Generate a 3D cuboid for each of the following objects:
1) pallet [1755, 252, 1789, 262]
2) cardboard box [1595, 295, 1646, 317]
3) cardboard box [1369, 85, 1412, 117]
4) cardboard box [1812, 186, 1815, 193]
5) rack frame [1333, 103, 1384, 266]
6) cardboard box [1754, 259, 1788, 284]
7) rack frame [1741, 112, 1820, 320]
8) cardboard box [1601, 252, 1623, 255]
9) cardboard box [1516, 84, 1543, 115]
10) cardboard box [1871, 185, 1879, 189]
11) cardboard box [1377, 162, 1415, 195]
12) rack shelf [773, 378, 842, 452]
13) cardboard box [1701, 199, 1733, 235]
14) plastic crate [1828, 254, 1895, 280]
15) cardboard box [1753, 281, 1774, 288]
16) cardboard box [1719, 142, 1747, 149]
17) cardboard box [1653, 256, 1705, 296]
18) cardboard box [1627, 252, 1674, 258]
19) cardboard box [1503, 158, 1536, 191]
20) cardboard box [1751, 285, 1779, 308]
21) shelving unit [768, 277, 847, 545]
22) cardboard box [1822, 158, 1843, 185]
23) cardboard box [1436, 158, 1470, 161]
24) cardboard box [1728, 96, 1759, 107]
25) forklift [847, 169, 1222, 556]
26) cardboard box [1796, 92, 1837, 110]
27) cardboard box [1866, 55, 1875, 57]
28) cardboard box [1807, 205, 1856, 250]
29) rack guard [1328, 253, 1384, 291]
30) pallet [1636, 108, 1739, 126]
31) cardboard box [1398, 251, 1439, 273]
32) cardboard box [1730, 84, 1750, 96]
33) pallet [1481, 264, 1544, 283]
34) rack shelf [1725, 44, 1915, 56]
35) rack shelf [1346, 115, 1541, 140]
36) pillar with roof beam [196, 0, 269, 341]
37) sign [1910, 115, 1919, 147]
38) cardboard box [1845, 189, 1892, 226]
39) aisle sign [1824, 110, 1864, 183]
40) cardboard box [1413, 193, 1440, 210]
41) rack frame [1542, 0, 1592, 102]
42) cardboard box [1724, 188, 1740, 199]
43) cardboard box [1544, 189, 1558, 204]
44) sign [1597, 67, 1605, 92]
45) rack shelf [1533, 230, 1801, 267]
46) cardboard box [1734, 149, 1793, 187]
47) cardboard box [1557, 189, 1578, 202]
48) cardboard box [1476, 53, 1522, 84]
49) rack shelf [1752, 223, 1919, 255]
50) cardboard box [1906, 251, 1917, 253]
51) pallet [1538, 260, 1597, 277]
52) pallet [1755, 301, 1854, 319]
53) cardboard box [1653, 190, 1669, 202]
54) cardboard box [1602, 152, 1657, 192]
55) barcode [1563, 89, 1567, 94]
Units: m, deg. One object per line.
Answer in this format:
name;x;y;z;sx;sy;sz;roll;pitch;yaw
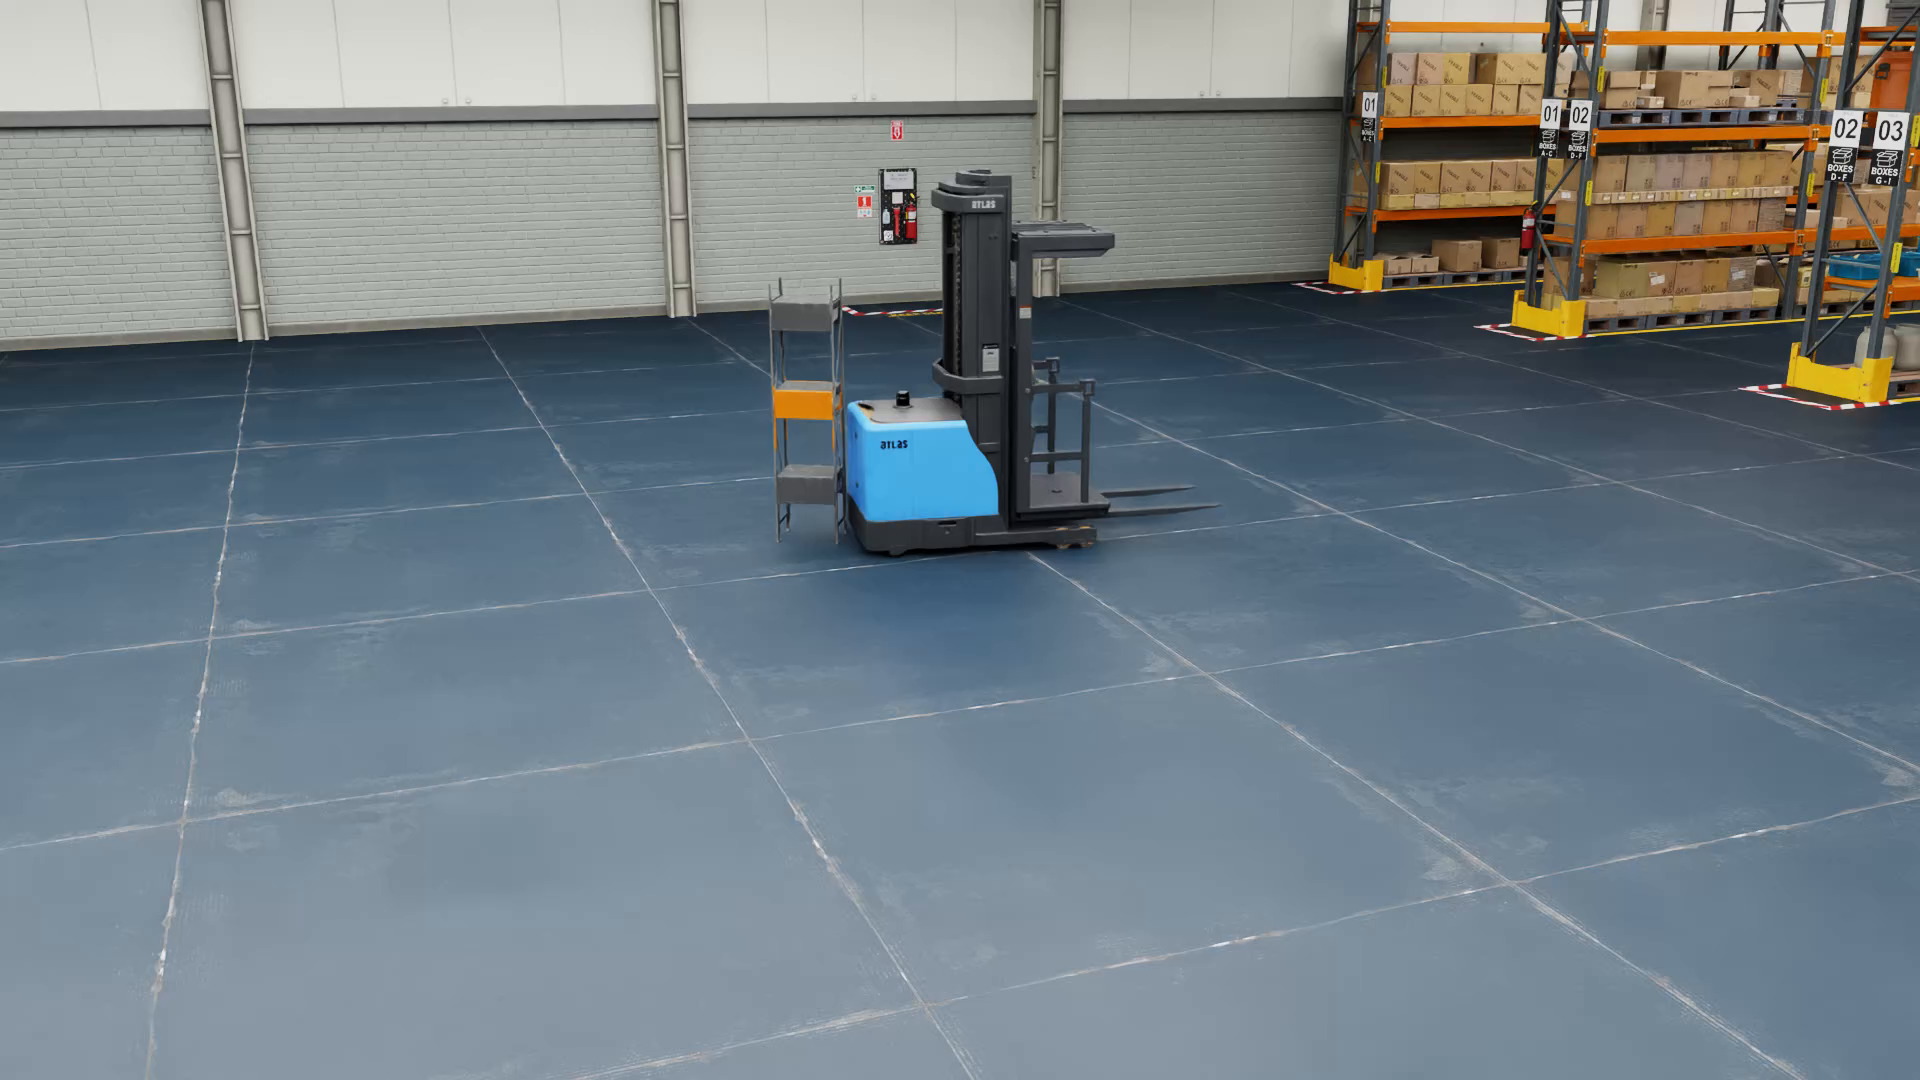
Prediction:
pallet;14.882;-5.279;31.200;1.213;0.211;1.003;-6;17;-20
cardboard box;9.470;-3.377;23.909;0.500;0.250;0.500;-6;17;-20
cardboard box;7.050;-7.216;27.309;0.500;0.500;0.500;-6;17;-19
cardboard box;15.700;-6.556;31.009;0.250;0.149;0.380;-6;17;-19
rack frame;6.648;-5.751;27.858;0.127;3.000;1.000;-6;17;-20
cardboard box;12.435;-4.119;25.439;0.500;0.311;0.500;-6;17;-20
rack frame;12.159;-4.851;24.794;0.127;3.000;1.000;-6;17;-20
cardboard box;11.529;-5.310;30.011;0.500;0.500;0.700;-7;18;-21
cardboard box;9.523;-7.487;28.235;0.500;0.500;0.500;-8;18;-25
cardboard box;17.154;-6.695;31.484;0.250;0.149;0.380;-6;17;-18
cardboard box;7.201;-6.017;27.665;0.500;0.500;0.500;-6;17;-20
rack shelf;-1.215;-1.017;13.377;0.480;0.518;0.431;2;17;7
cardboard box;10.787;-4.748;24.266;0.500;0.500;0.700;-6;17;-19
plastic crate;10.553;-3.202;19.442;0.616;0.251;0.499;-6;17;-20
cardboard box;12.443;-3.851;25.524;0.500;0.250;0.500;-6;18;-21
cardboard box;14.449;-7.231;30.828;0.500;0.250;0.500;-6;17;-19
cardboard box;10.406;-3.836;24.141;0.500;0.500;0.500;-6;17;-20
cardboard box;10.214;-3.977;24.621;0.500;0.500;0.500;-6;17;-20
cardboard box;9.588;-6.271;28.528;0.500;0.500;0.500;-6;17;-20
cardboard box;11.804;-3.629;24.767;0.500;0.250;0.500;-6;17;-20
shelving unit;-1.215;-1.030;13.374;0.503;2.100;0.431;2;17;7
cardboard box;16.103;-6.894;31.010;0.500;0.500;0.500;-6;17;-19
cardboard box;8.437;-6.304;28.641;0.500;0.500;0.500;-6;17;-19
cardboard box;11.131;-6.245;23.669;0.250;0.149;0.380;-6;17;-20
forklift;0.631;-1.481;13.439;3.031;2.935;1.130;-4;17;-12
cardboard box;12.738;-6.479;24.536;0.500;0.250;0.500;-4;17;-14
cardboard box;16.985;-8.965;31.189;0.500;0.250;0.500;-5;17;-16
cardboard box;16.464;-5.941;31.574;0.750;0.750;0.750;-6;17;-18
rack guard;6.719;-4.559;28.236;0.348;0.500;1.175;-6;17;-20
pallet;10.235;-6.033;23.653;1.213;0.211;1.003;-6;17;-20
cardboard box;7.859;-4.775;28.527;0.500;0.311;0.500;-5;17;-15
cardboard box;11.090;-6.480;24.183;0.500;0.311;0.500;-7;18;-23
pallet;9.769;-4.739;29.362;1.213;0.211;1.003;-6;17;-20
rack shelf;15.986;-9.100;30.604;4.000;0.370;1.077;-6;17;-20
rack shelf;8.516;-7.046;28.223;4.000;0.370;1.077;-6;17;-20
pillar with roof beam;-8.276;-5.980;17.991;0.400;9.000;9.100;-6;17;-20
sign;10.386;-4.443;18.063;0.005;0.325;0.100;-6;17;-20
cardboard box;13.842;-5.076;25.382;0.500;0.500;0.500;-6;17;-20
aisle sign;10.020;-4.462;18.857;0.004;0.787;0.394;-6;17;-20
cardboard box;7.697;-5.710;27.950;0.500;0.250;0.500;-7;18;-22
rack frame;10.383;-9.033;28.386;0.127;3.000;1.000;-6;17;-20
cardboard box;11.031;-5.024;24.056;0.250;0.149;0.380;-6;17;-20
cardboard box;10.049;-5.964;28.815;0.500;0.250;0.500;-6;17;-20
sign;8.617;-6.198;22.365;0.005;0.325;0.100;-6;17;-20
rack shelf;10.292;-4.304;24.209;4.000;0.370;1.077;-6;17;-20
cardboard box;11.747;-5.475;24.439;0.500;0.500;0.700;-6;17;-20
cardboard box;8.713;-4.896;23.617;0.250;0.149;0.380;-6;18;-21
cardboard box;9.020;-7.895;27.849;0.500;0.500;0.500;-7;18;-22
rack shelf;14.027;-4.708;25.582;4.000;0.370;1.077;-6;17;-20
cardboard box;15.300;-4.430;26.500;0.500;0.311;0.500;-6;17;-18
pallet;11.110;-4.895;29.893;1.213;0.211;1.003;-6;17;-20
pallet;12.833;-3.598;25.475;1.213;0.211;1.003;-6;17;-20
cardboard box;9.831;-4.894;23.613;0.250;0.149;0.380;-7;18;-22
cardboard box;9.403;-5.222;23.576;0.500;0.500;0.700;-7;18;-22
barcode;8.533;-6.323;23.452;0.075;0.075;0.001;-6;17;-20
